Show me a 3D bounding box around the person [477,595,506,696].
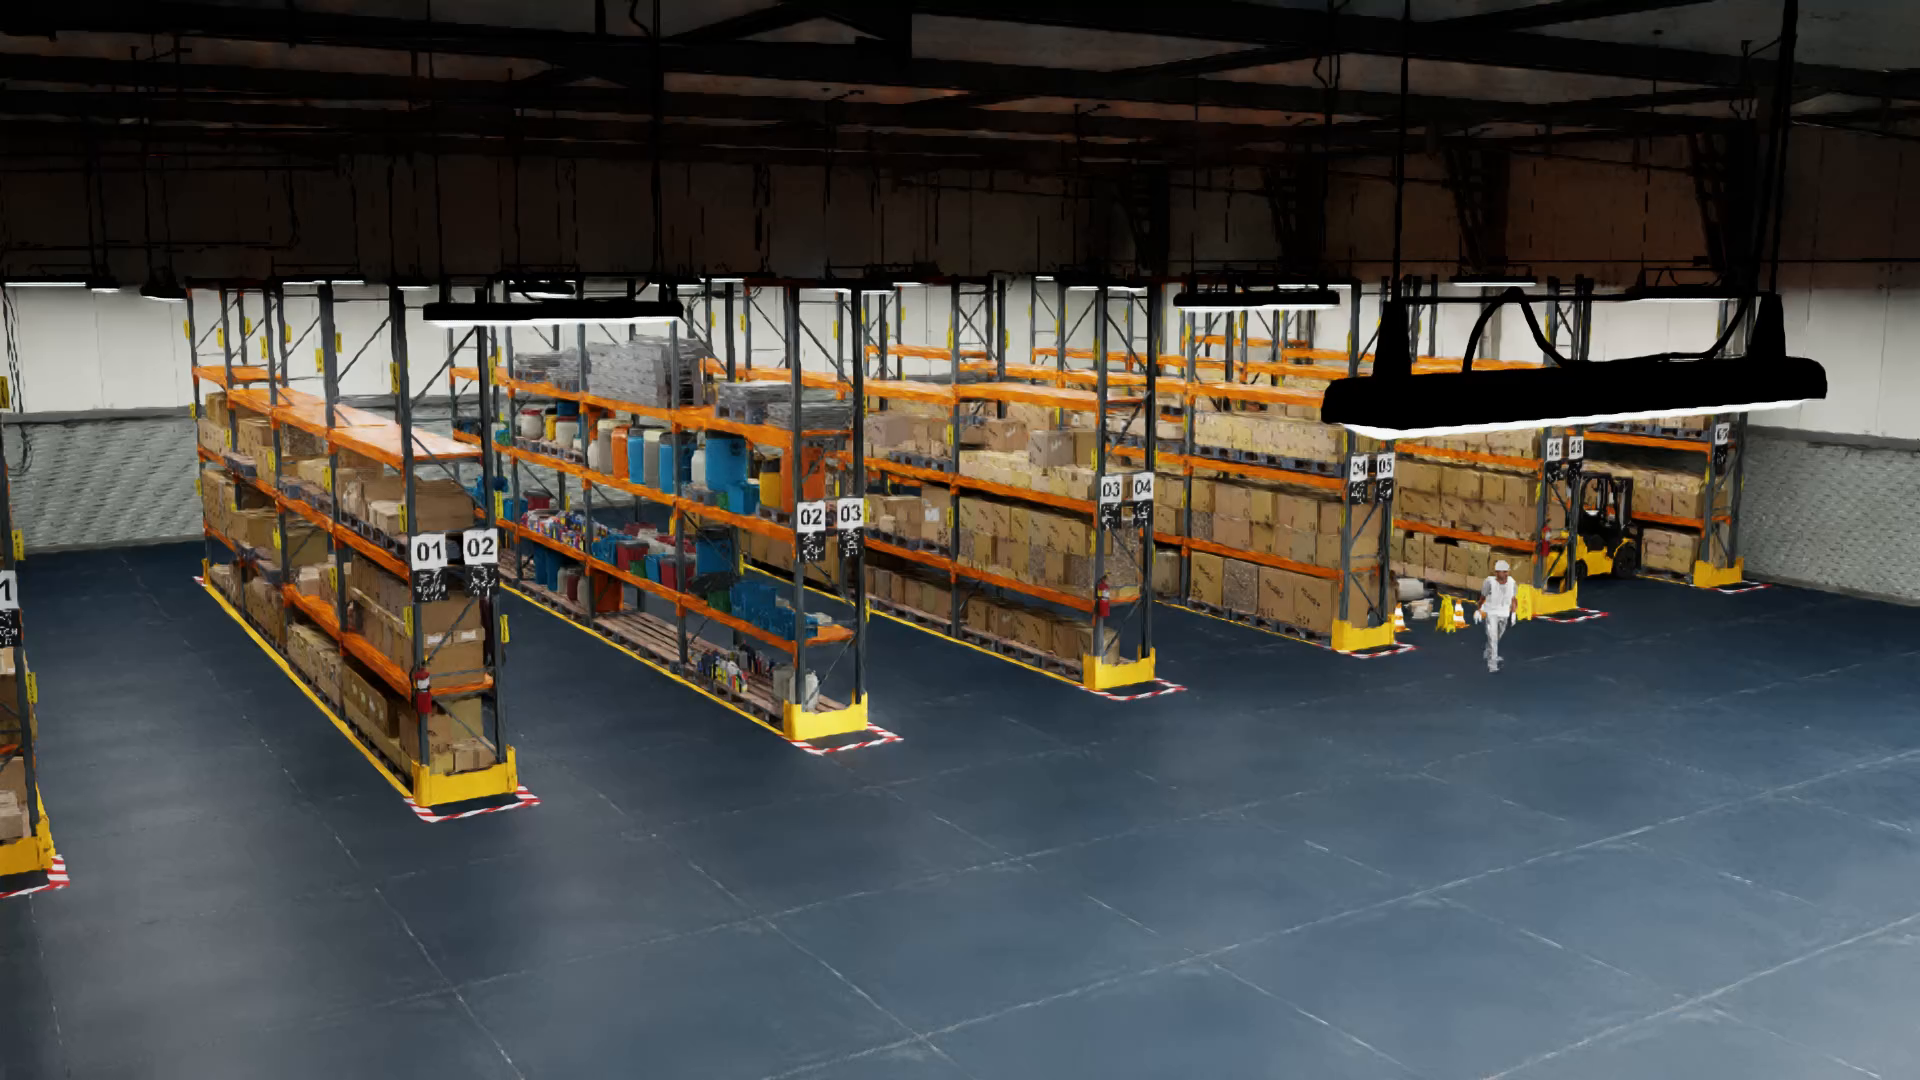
[{"bbox_3d":[-6.960,1.406,24.312,0.613,1.775,0.517,6,11,32],"label":"person"}]

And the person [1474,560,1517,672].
[{"bbox_3d":[8.400,1.156,25.989,0.608,1.742,0.983,-2,10,-9],"label":"person"}]
